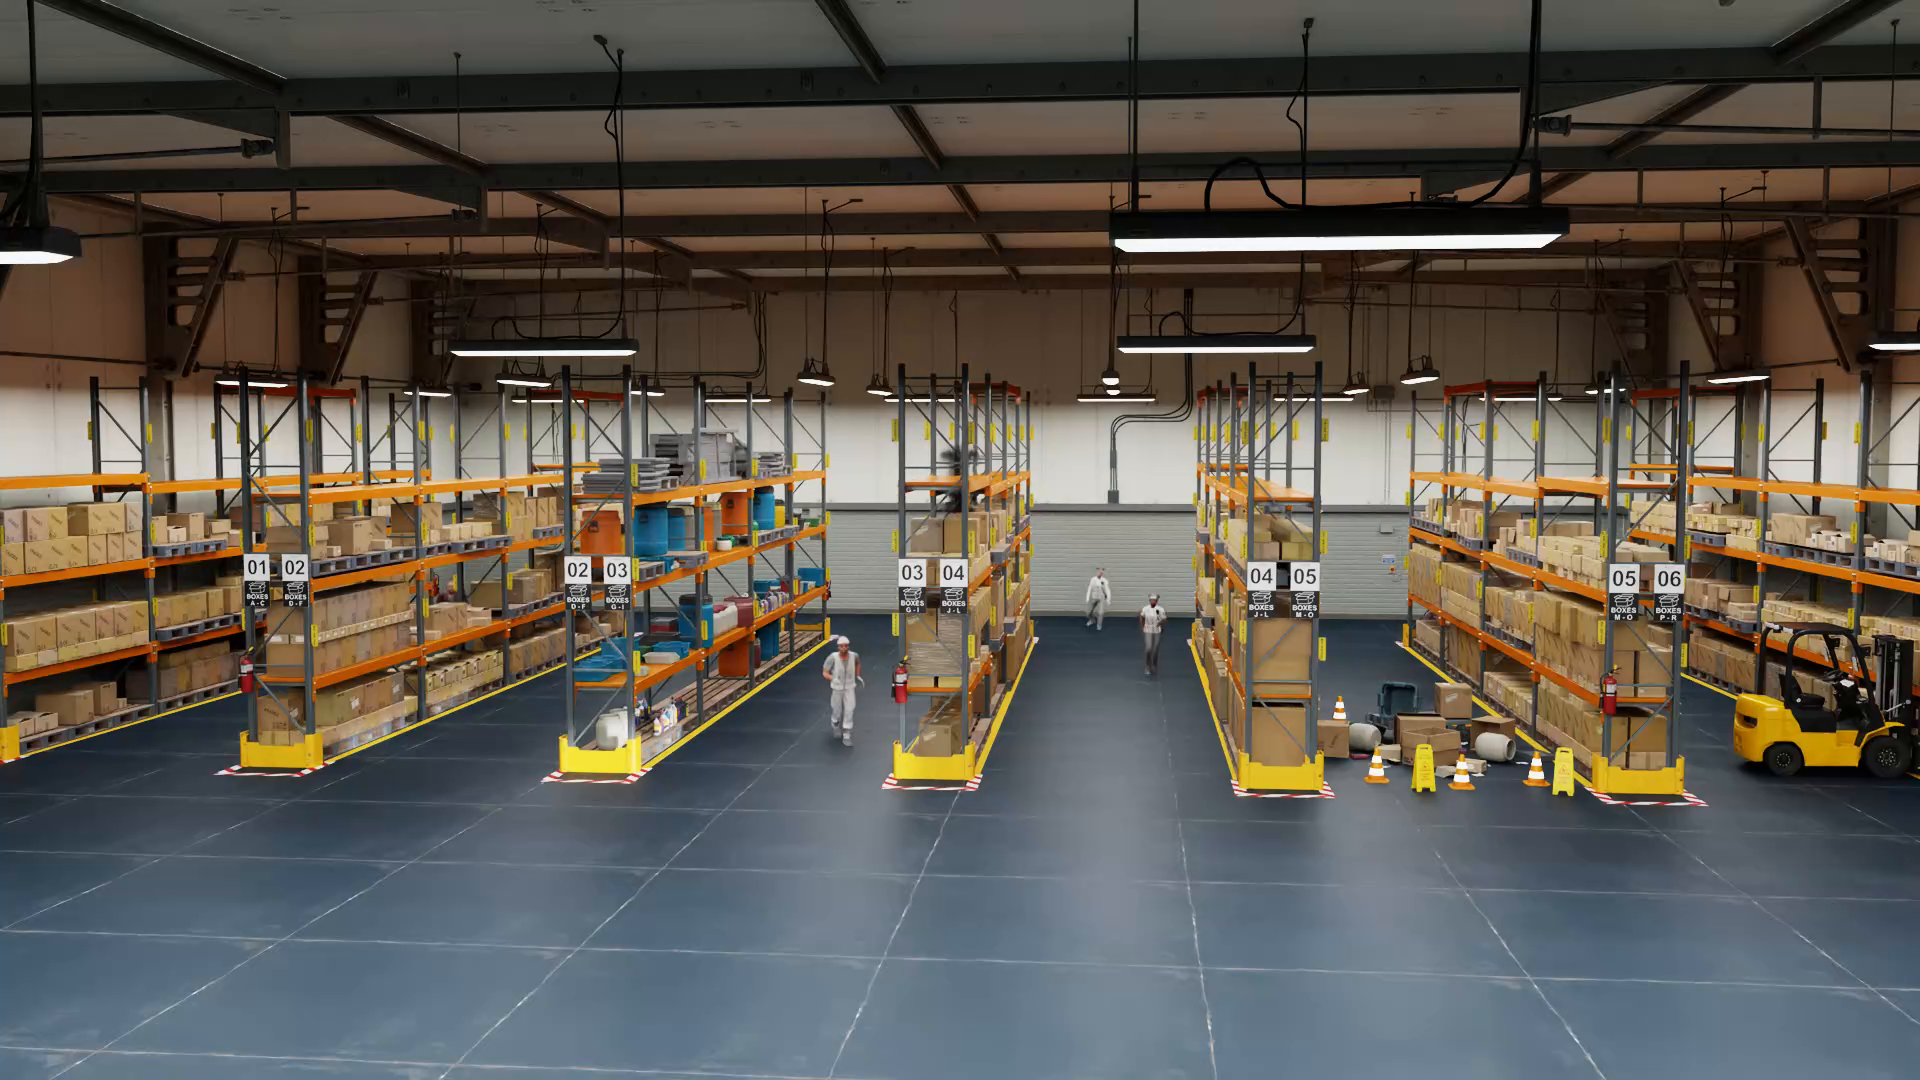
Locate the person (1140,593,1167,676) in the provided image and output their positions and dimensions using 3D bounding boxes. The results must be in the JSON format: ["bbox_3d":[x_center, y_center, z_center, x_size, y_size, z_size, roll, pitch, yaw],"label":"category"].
[{"bbox_3d":[4.007,1.961,34.511,0.540,1.742,0.730,0,4,4],"label":"person"}]

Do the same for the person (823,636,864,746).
[{"bbox_3d":[-1.896,2.403,26.848,0.680,1.753,0.951,-1,4,-12],"label":"person"}]

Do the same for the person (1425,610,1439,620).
[{"bbox_3d":[11.506,1.574,40.077,0.944,1.652,0.583,0,4,4],"label":"person"}]

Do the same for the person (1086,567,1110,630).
[{"bbox_3d":[3.517,1.476,42.313,0.713,1.610,0.640,1,4,18],"label":"person"}]

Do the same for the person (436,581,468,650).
[{"bbox_3d":[-11.392,1.809,37.285,0.720,1.617,0.705,-1,4,-12],"label":"person"}]
